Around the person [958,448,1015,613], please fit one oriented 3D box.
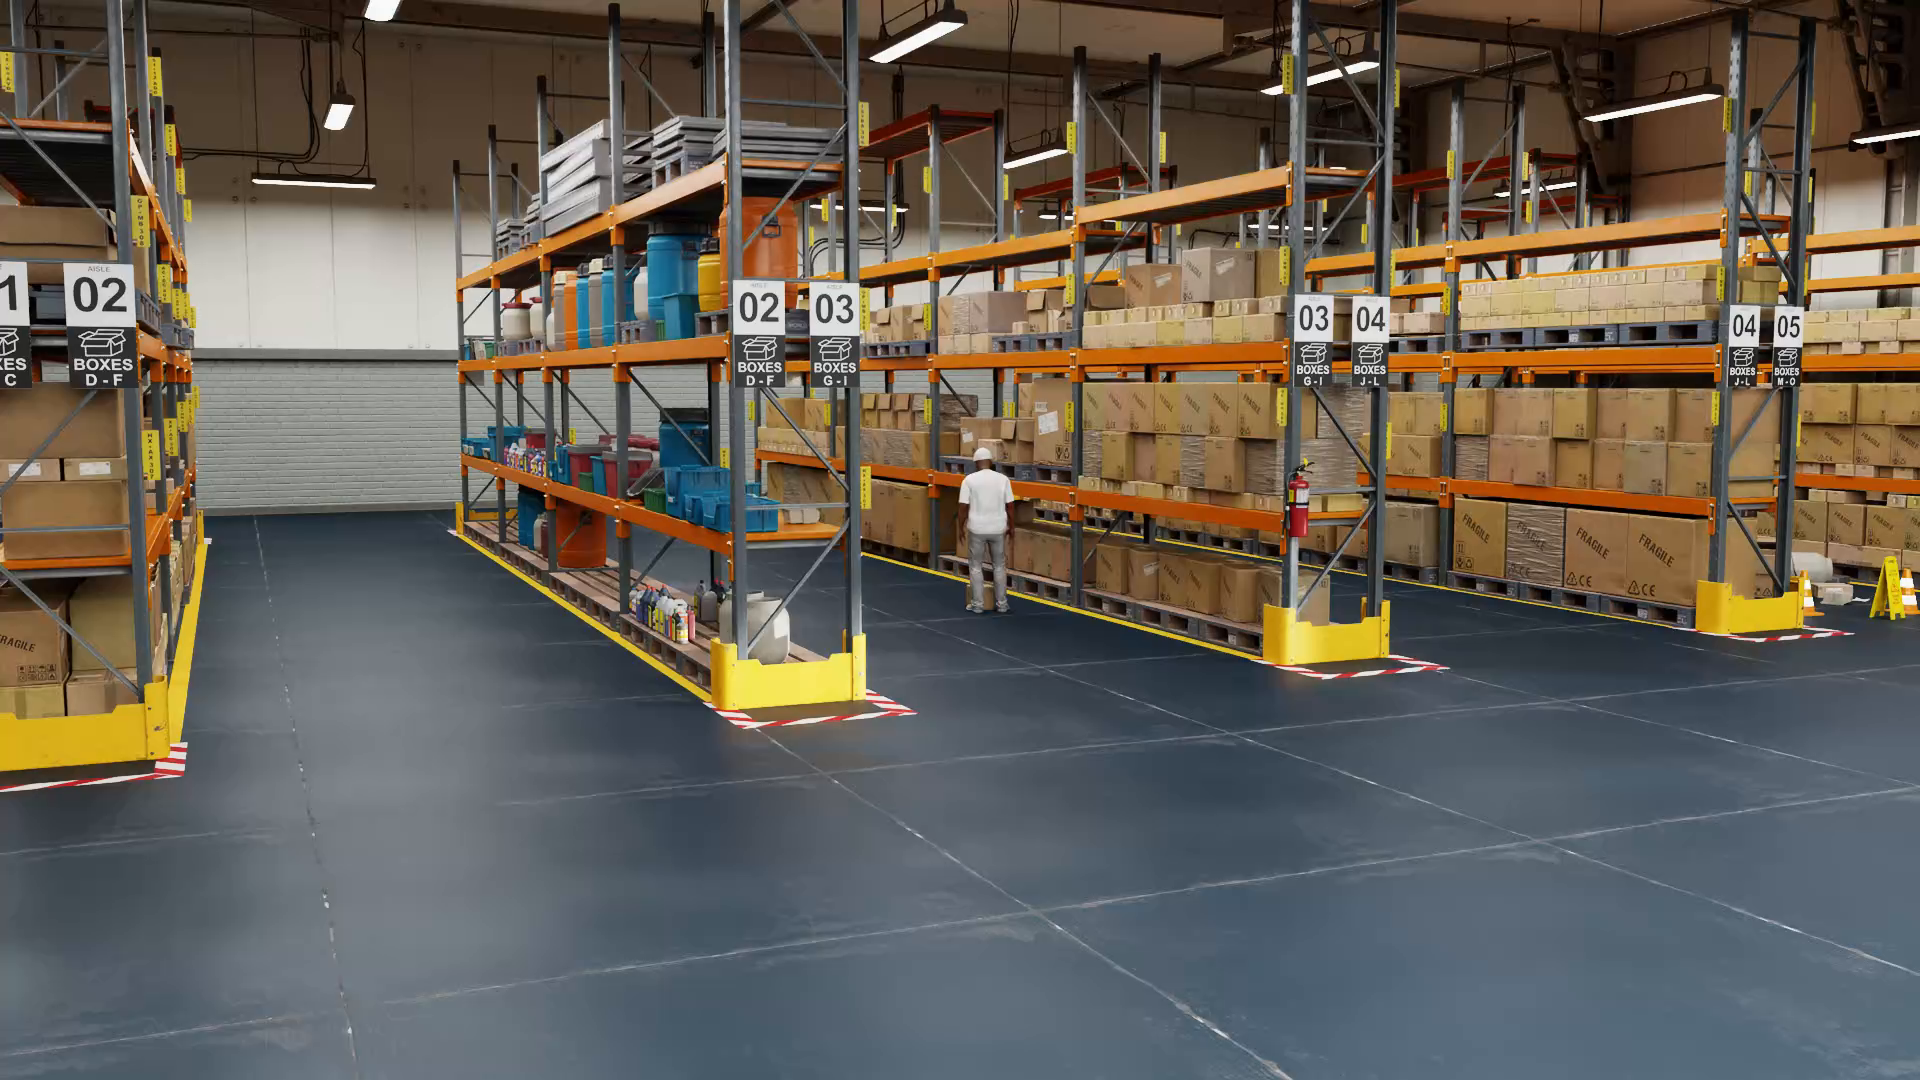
[{"bbox_3d":[0.282,-0.107,17.815,0.626,1.760,0.461,-1,5,-10],"label":"person"}]
